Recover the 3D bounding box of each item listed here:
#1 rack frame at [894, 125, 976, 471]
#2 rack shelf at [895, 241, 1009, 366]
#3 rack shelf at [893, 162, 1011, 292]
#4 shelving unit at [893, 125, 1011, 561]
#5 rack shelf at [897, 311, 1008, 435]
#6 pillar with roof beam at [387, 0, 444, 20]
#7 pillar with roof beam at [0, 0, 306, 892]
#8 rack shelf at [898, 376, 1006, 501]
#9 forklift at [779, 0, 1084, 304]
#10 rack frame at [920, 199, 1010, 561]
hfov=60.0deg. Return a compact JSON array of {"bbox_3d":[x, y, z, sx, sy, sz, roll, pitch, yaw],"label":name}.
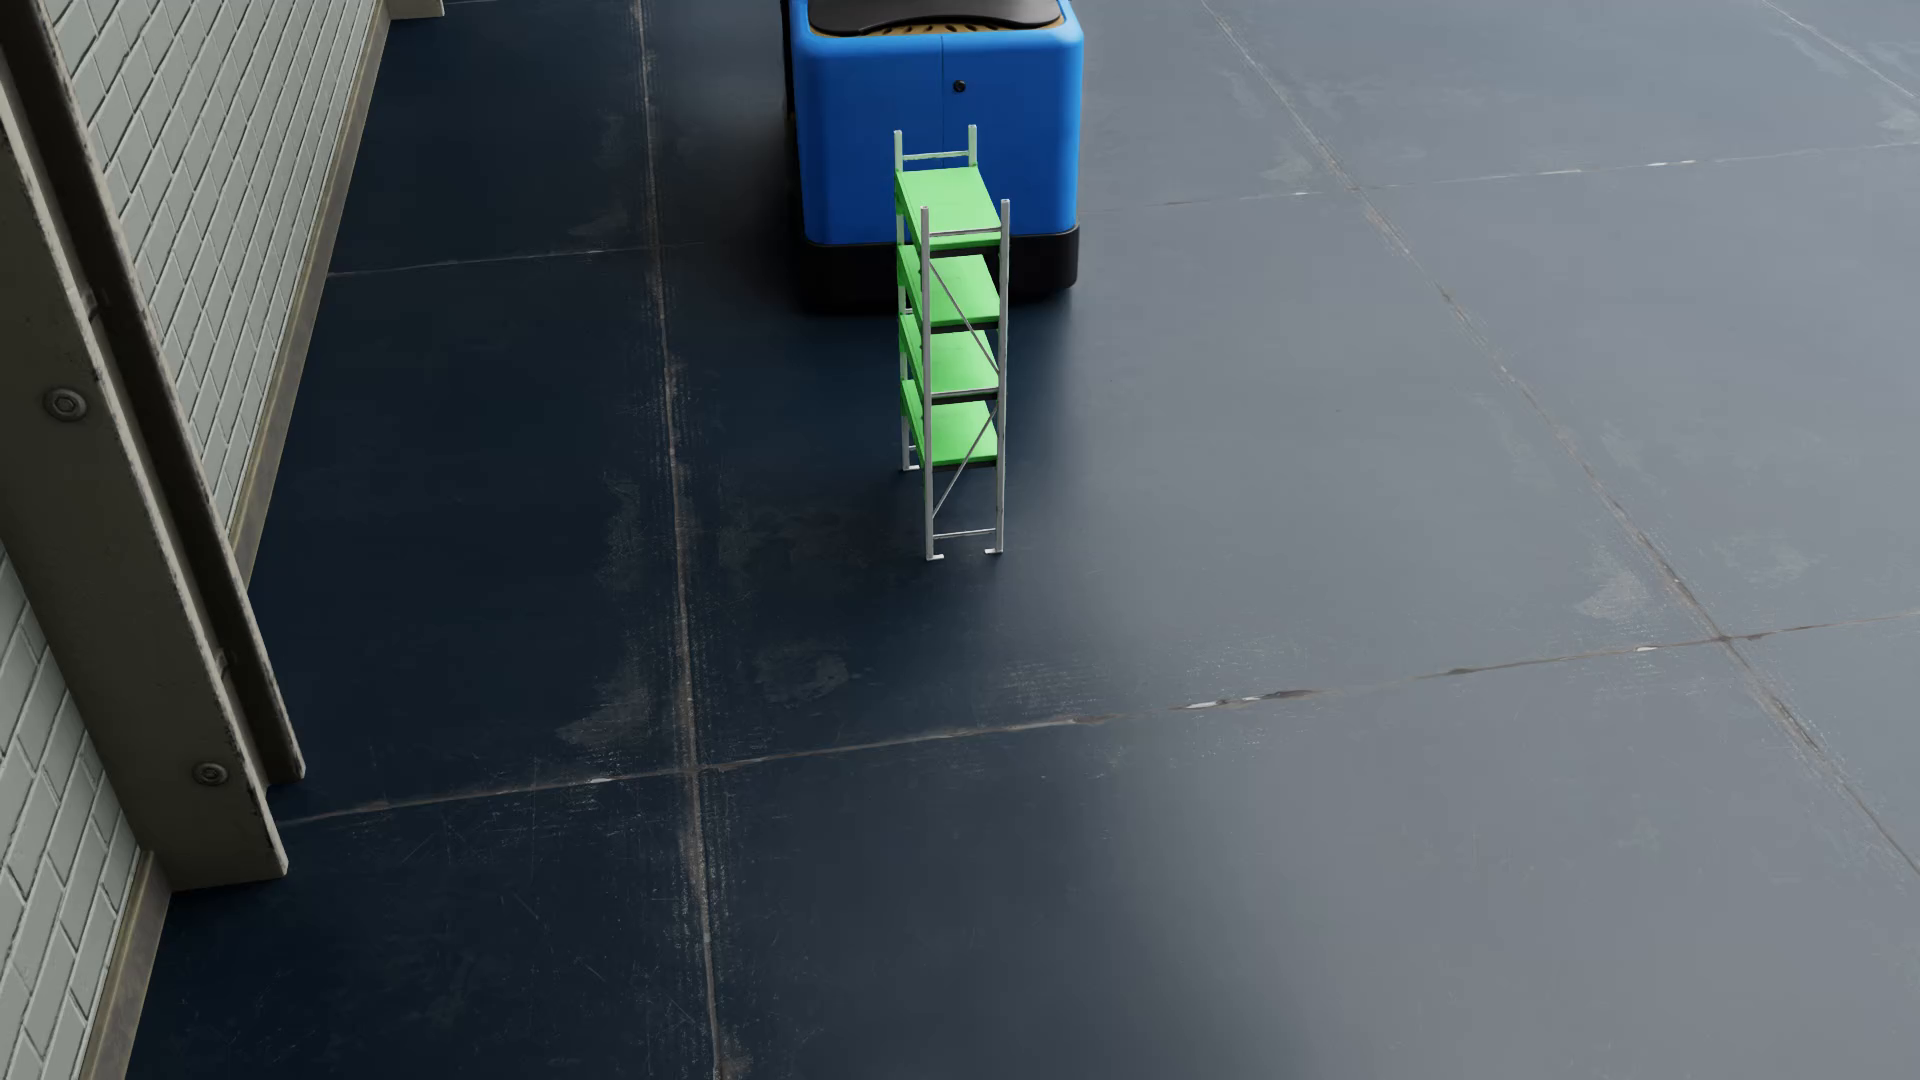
[{"bbox_3d":[-0.072,-0.721,5.200,0.240,1.200,0.015,-6,38,-8],"label":"rack frame"},{"bbox_3d":[-0.029,-0.713,4.903,0.258,0.148,0.480,-6,38,-8],"label":"rack shelf"},{"bbox_3d":[-0.029,-0.902,4.755,0.258,0.148,0.480,-6,38,-8],"label":"rack shelf"},{"bbox_3d":[-0.029,-0.574,5.011,0.258,1.200,0.503,-6,38,-8],"label":"shelving unit"},{"bbox_3d":[-0.029,-0.523,5.050,0.258,0.148,0.480,-6,38,-8],"label":"rack shelf"},{"bbox_3d":[1.310,-6.901,6.798,9.100,9.000,0.400,-6,38,-8],"label":"pillar with roof beam"},{"bbox_3d":[2.362,-3.277,2.133,9.100,9.000,0.400,-6,38,-8],"label":"pillar with roof beam"},{"bbox_3d":[-0.029,-0.334,5.197,0.258,0.148,0.480,-6,38,-8],"label":"rack shelf"},{"bbox_3d":[-0.228,-2.945,6.651,1.130,2.935,3.031,-4,38,-5],"label":"forklift"},{"bbox_3d":[0.014,-0.426,4.821,0.240,1.200,0.015,-6,38,-8],"label":"rack frame"}]
